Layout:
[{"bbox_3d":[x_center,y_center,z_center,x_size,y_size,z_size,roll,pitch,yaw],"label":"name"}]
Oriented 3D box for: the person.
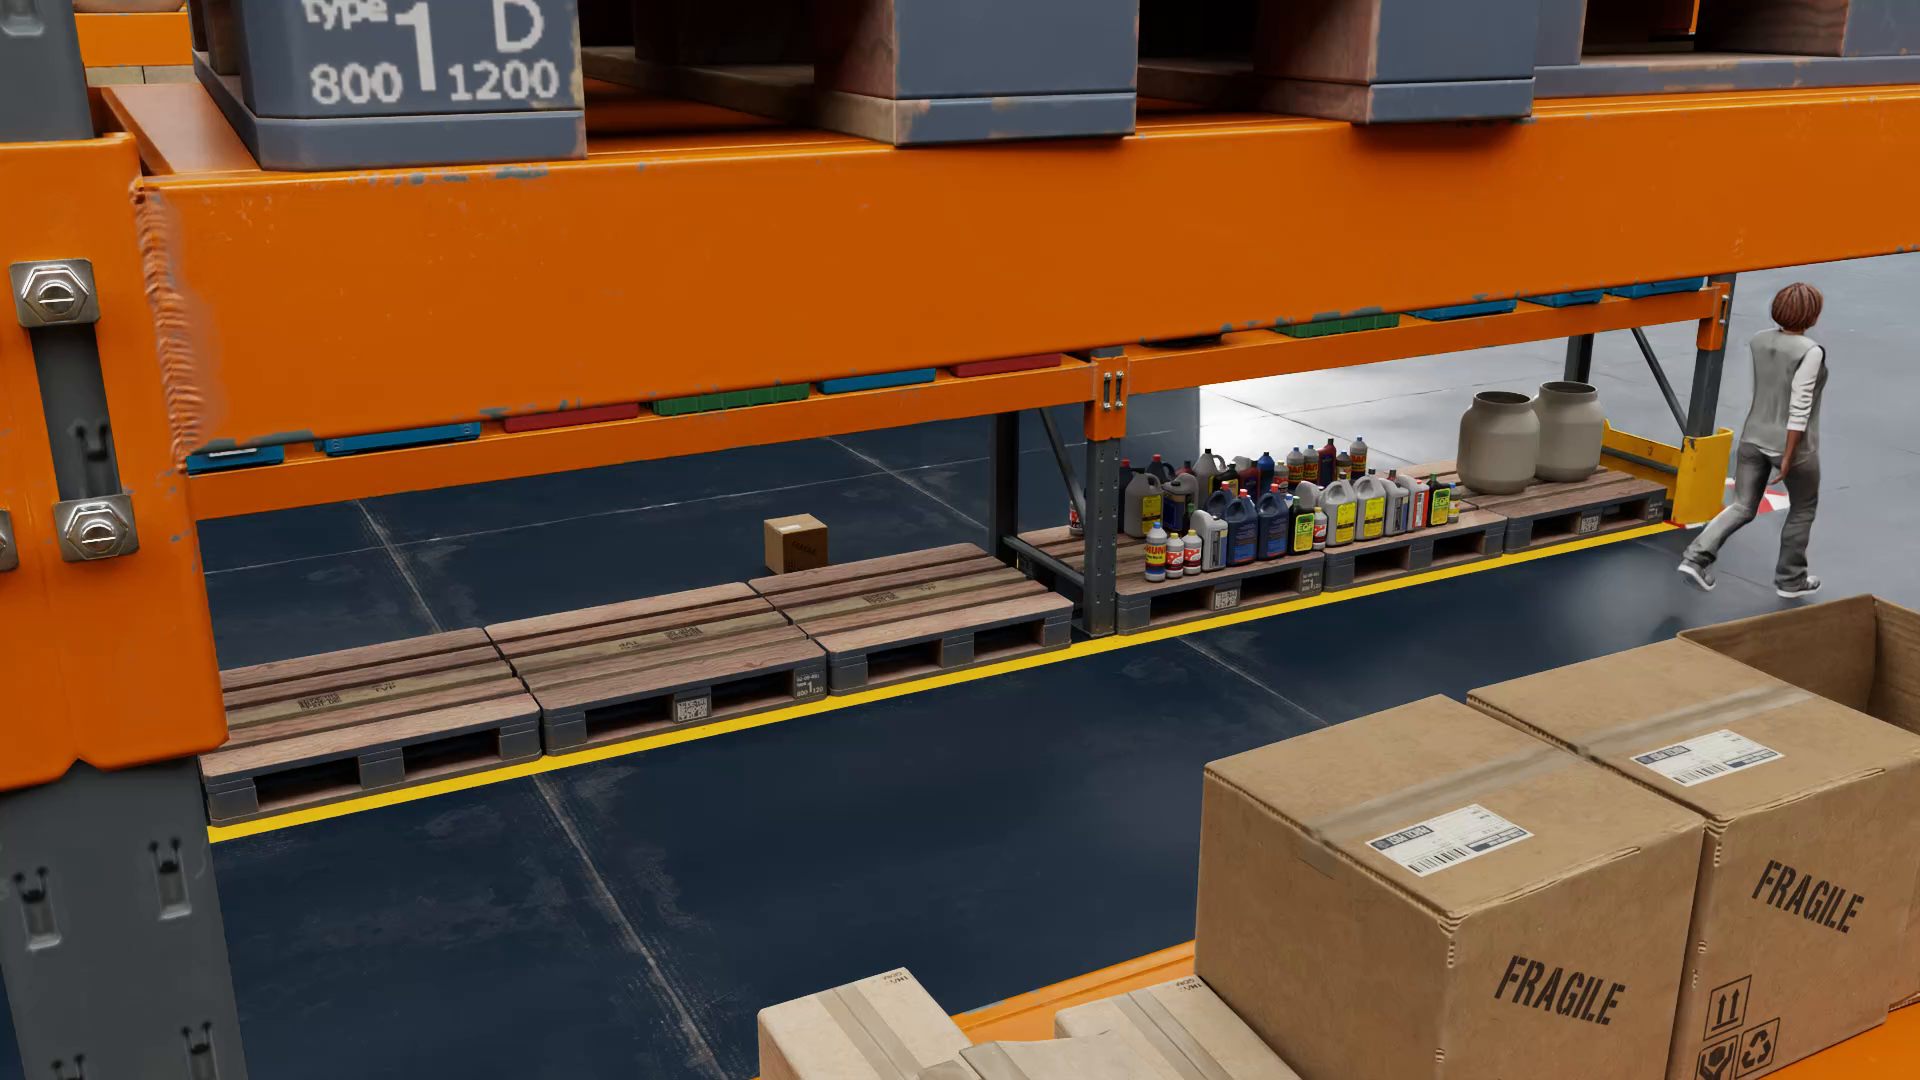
[{"bbox_3d":[3.853,-0.451,7.885,0.857,1.556,0.398,-9,21,-25],"label":"person"}]
